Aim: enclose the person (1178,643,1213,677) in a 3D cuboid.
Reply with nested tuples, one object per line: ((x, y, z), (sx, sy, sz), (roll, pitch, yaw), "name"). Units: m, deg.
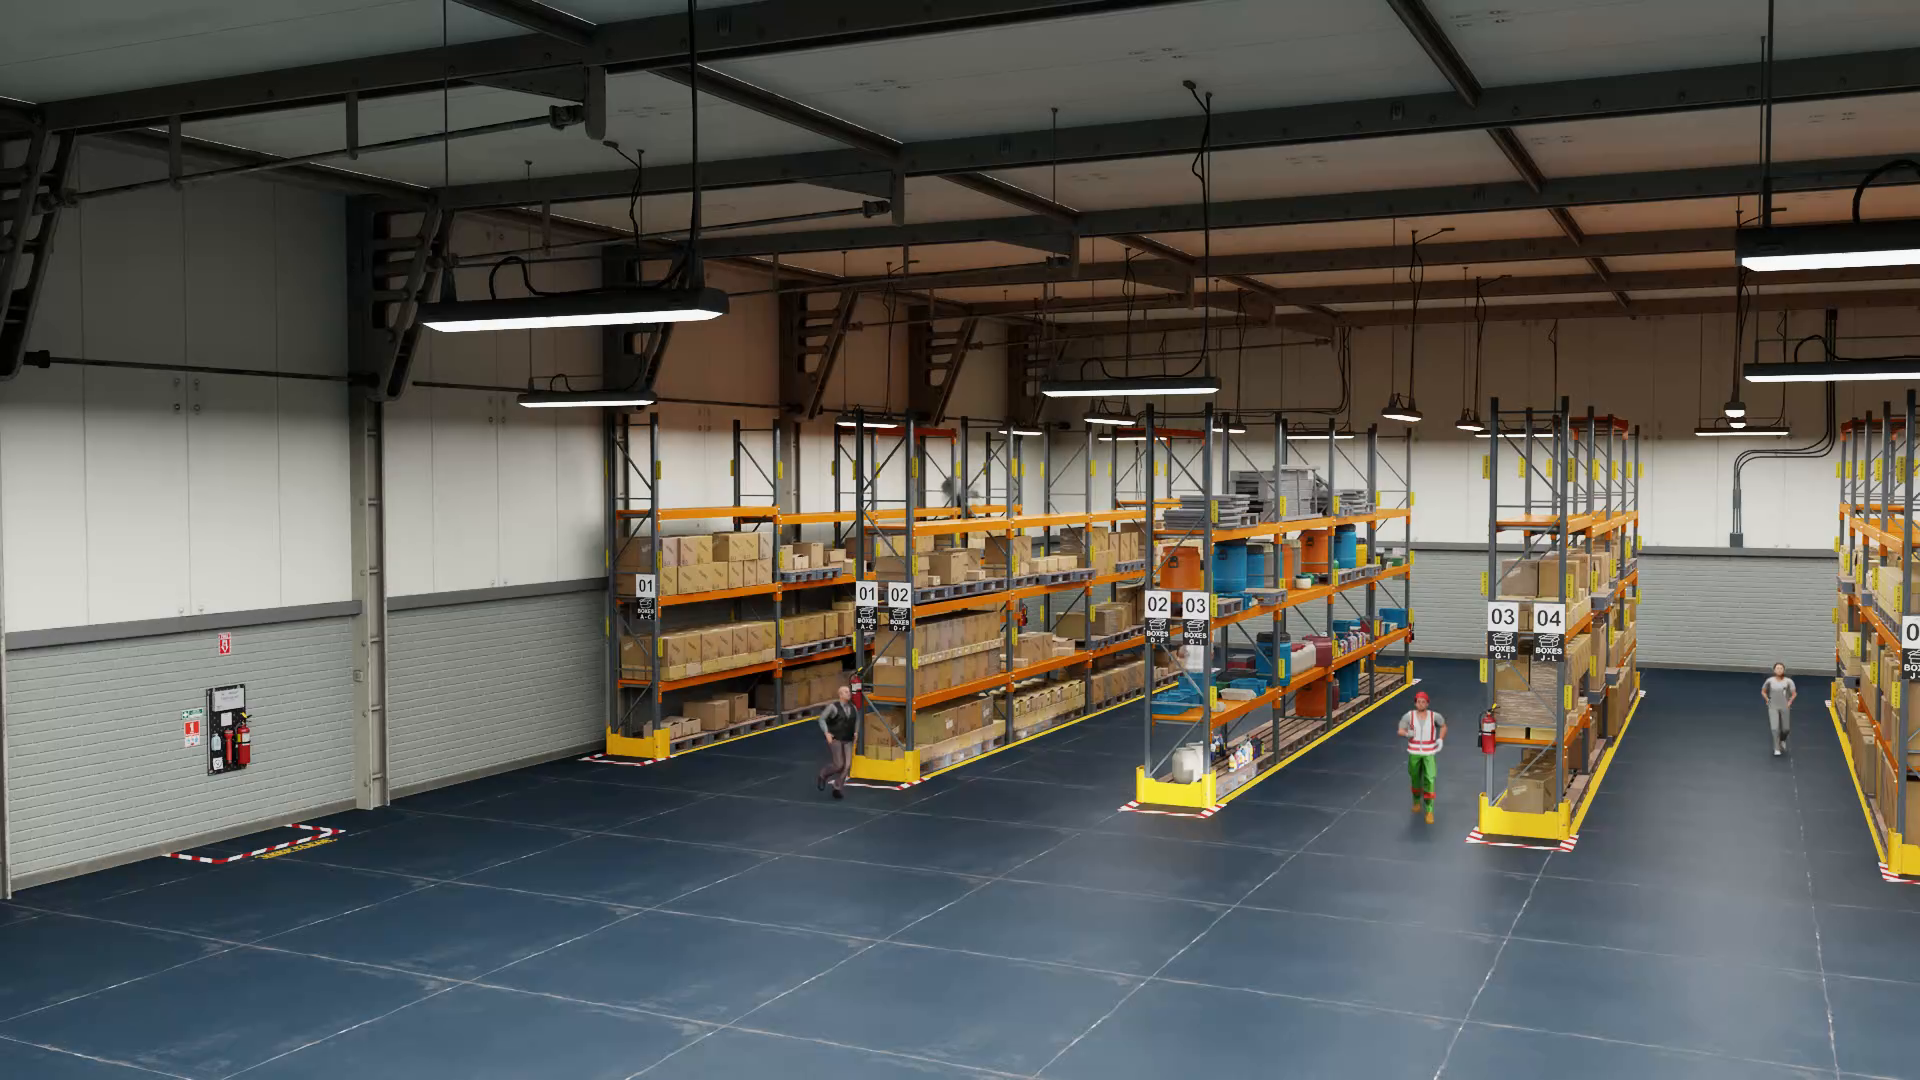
((4.792, 2.665, 33.933), (0.666, 1.824, 0.813), (1, 2, 14), "person")

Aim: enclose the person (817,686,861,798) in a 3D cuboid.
((-1.838, 3.095, 25.648), (0.706, 1.675, 0.540), (-2, 3, -41), "person")

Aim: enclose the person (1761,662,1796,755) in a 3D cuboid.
((14.381, 2.958, 29.222), (0.561, 1.619, 0.591), (1, 3, 25), "person")

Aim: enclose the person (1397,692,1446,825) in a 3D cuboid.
((6.579, 3.069, 23.755), (0.661, 1.807, 0.897), (1, 3, 20), "person")
